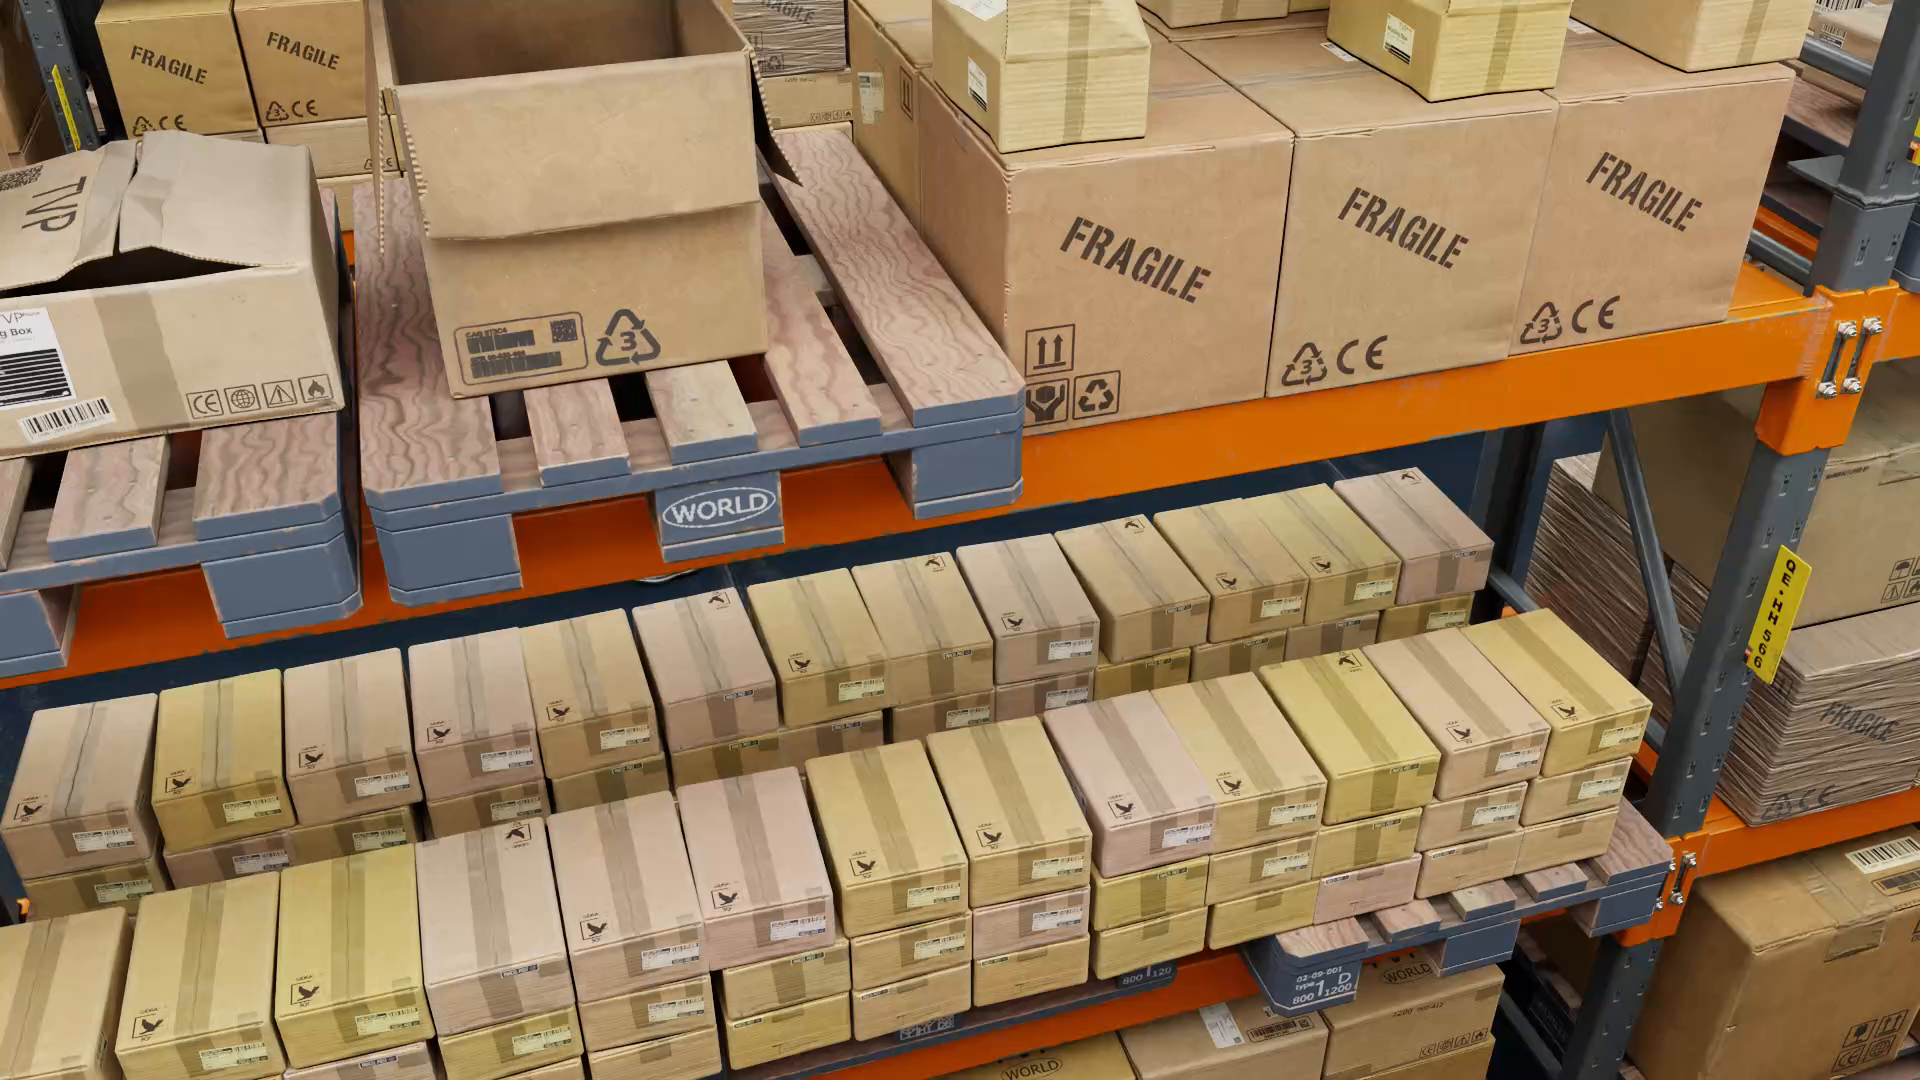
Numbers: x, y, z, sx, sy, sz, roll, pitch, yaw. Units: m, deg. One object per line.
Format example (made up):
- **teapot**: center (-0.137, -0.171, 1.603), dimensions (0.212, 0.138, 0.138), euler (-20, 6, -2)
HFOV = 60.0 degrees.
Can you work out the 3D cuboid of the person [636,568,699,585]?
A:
- **person**: center (-1.304, -0.590, 6.979), dimensions (0.548, 1.698, 0.469), euler (-10, 35, -15)
